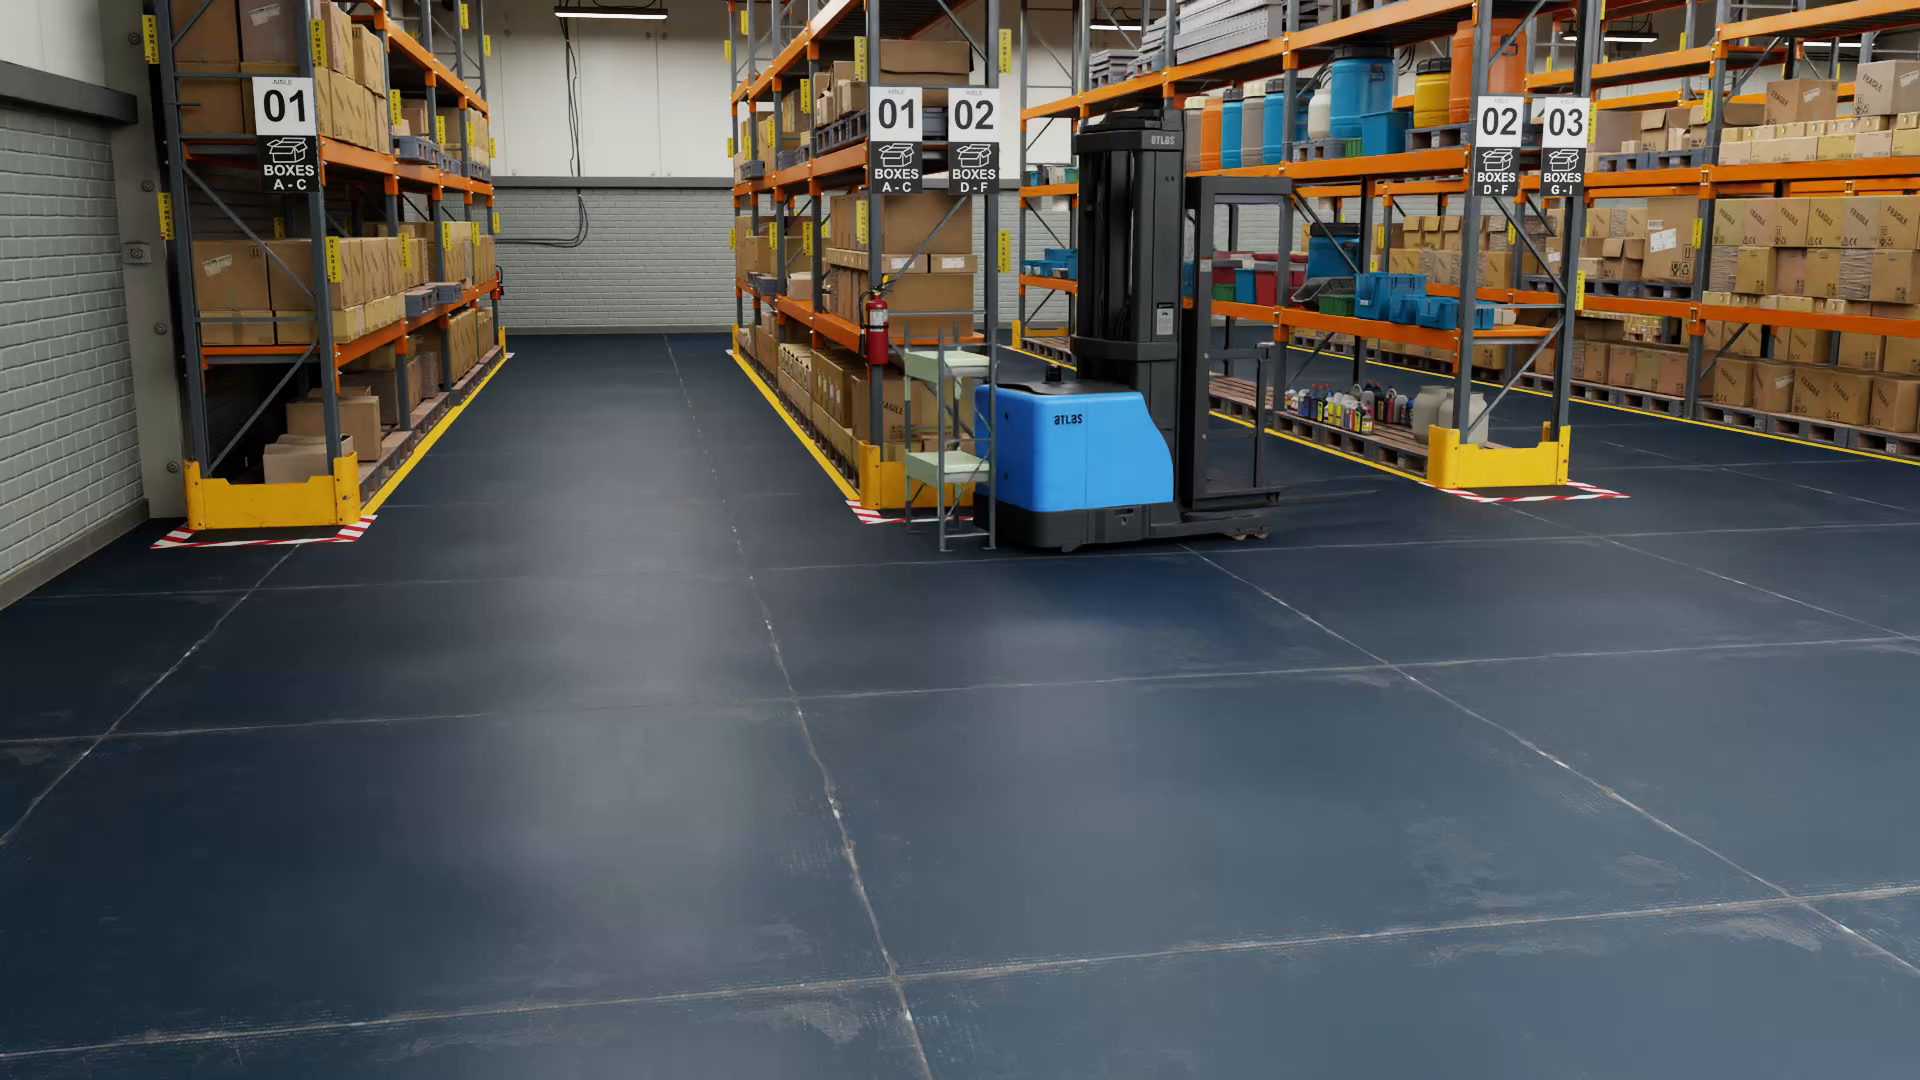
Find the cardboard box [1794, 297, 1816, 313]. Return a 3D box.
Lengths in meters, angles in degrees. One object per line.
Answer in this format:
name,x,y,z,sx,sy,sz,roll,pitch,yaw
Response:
cardboard box,8.786,-2.410,17.006,0.380,0.149,0.250,-2,11,-11

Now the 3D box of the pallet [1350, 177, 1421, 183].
pallet,7.029,-5.906,26.917,1.003,0.211,1.213,-2,11,-11

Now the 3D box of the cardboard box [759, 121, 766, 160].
cardboard box,-2.514,-5.649,23.672,0.600,0.600,0.600,-3,11,-16

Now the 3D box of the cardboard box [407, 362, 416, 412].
cardboard box,-6.211,-1.628,17.738,0.700,0.500,0.500,-2,11,-10

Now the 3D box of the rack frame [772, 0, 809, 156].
rack frame,-1.762,-6.179,20.095,1.000,3.000,0.127,-2,11,-11

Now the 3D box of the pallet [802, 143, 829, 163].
pallet,-1.168,-4.039,17.386,0.805,0.209,1.217,-3,11,-13

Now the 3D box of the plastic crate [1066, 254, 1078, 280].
plastic crate,1.895,-4.240,25.833,0.392,0.384,0.575,-2,11,-11

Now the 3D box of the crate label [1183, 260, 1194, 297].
crate label,3.026,-3.237,20.586,0.502,0.435,0.616,-2,11,-11

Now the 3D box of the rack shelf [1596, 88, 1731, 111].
rack shelf,11.674,-7.446,28.683,1.077,0.370,4.000,-2,11,-11

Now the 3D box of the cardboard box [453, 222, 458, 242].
cardboard box,-6.662,-3.908,21.082,0.500,0.250,0.500,-2,11,-11

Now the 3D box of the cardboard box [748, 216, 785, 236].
cardboard box,-2.892,-4.589,24.845,0.500,0.500,0.500,-2,11,-11

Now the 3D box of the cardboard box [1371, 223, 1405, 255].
cardboard box,6.827,-4.841,26.707,0.500,0.500,0.500,-2,11,-9

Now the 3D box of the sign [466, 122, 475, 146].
sign,-6.868,-5.689,23.315,0.100,0.325,0.005,-2,11,-11

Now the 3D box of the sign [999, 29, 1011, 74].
sign,0.340,-3.726,12.678,0.100,0.325,0.005,-2,11,-11

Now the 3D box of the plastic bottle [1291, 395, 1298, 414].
plastic bottle,3.528,-1.426,17.476,0.097,0.201,0.097,0,11,0

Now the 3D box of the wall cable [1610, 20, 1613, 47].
wall cable,13.221,-12.290,36.154,2.355,3.000,0.029,-2,11,-11

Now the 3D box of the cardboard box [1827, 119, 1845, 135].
cardboard box,8.869,-4.099,16.524,0.380,0.149,0.250,-2,11,-10

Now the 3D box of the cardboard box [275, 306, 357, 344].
cardboard box,-4.848,-1.621,12.540,0.500,0.250,0.500,-2,11,-13

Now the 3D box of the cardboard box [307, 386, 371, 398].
cardboard box,-5.601,-1.117,15.051,0.500,0.500,0.500,-3,11,-15

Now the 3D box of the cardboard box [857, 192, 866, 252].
cardboard box,-0.501,-2.736,14.311,0.700,0.500,0.500,-2,11,-11

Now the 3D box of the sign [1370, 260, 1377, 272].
sign,4.418,-2.832,17.813,0.100,0.325,0.005,-2,11,-11

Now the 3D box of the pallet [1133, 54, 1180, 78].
pallet,2.988,-6.203,21.794,1.213,0.211,1.003,-2,11,-11

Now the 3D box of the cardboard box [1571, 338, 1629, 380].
cardboard box,8.227,-2.356,21.564,0.700,0.500,0.500,-3,11,-16

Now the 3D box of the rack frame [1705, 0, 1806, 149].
rack frame,8.734,-5.805,18.129,1.000,3.000,0.127,-2,11,-11

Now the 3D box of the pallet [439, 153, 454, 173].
pallet,-6.797,-4.548,20.053,1.213,0.211,1.003,-2,11,-8

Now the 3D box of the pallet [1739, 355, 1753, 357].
pallet,12.457,-2.750,25.582,1.003,0.211,1.213,-2,11,-11

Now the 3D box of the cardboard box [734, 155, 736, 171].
cardboard box,-3.473,-6.241,27.507,0.500,0.250,0.500,-2,11,-11

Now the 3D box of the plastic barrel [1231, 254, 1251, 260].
plastic barrel,3.507,-3.286,20.638,0.421,0.512,0.421,0,11,0

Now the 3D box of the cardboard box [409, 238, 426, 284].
cardboard box,-6.384,-3.129,18.671,0.700,0.500,0.500,-3,11,-16

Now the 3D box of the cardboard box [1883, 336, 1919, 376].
cardboard box,13.045,-2.580,22.120,1.050,0.750,0.750,-2,11,-10

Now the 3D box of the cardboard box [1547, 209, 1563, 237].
cardboard box,11.112,-5.815,30.490,0.500,0.500,0.500,-2,11,-11

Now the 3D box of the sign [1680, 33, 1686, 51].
sign,11.527,-7.916,26.508,0.100,0.325,0.005,-2,11,-11

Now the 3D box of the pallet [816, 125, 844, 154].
pallet,-0.792,-3.773,15.712,1.003,0.211,1.213,-2,11,-11

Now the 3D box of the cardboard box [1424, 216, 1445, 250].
cardboard box,7.433,-4.624,25.019,0.797,0.503,0.637,-2,11,-10

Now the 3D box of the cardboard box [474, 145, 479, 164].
cardboard box,-7.359,-5.671,24.455,0.500,0.250,0.500,-2,11,-12

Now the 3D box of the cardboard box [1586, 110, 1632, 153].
cardboard box,7.995,-5.079,20.733,0.500,0.500,0.500,-2,11,-13

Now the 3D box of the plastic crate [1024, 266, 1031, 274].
plastic crate,1.248,-4.660,28.701,0.250,0.136,0.298,-2,11,-11

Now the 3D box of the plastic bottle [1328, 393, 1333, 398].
plastic bottle,3.772,-1.368,16.984,0.097,0.271,0.097,0,11,0

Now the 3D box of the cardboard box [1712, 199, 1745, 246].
cardboard box,8.572,-3.453,18.078,0.500,0.500,0.500,-2,11,-11

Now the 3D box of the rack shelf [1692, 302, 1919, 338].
rack shelf,9.123,-2.138,16.830,1.077,0.370,4.000,-2,11,-11

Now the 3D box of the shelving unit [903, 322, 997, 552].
shelving unit,-0.077,-0.733,11.534,0.431,1.500,0.755,-4,11,-19

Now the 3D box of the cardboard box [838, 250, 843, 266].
cardboard box,-0.922,-2.623,15.451,0.380,0.149,0.250,-2,11,-13

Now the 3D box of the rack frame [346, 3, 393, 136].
rack frame,-5.842,-5.265,15.290,1.000,3.000,0.127,-2,11,-11

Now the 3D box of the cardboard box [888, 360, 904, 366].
cardboard box,-0.381,-1.370,15.100,0.500,0.500,0.500,-2,11,-11

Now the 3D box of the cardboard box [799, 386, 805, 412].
cardboard box,-1.445,-1.512,17.851,0.500,0.250,0.500,-2,11,-12

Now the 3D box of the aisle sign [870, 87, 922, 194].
aisle sign,-0.481,-3.019,12.584,0.394,0.787,0.004,-2,11,-11

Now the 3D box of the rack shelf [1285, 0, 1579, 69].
rack shelf,4.265,-4.708,15.361,1.077,0.370,4.000,-2,11,-11

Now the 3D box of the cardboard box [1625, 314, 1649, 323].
cardboard box,11.621,-3.782,28.456,0.380,0.149,0.250,-2,11,-9

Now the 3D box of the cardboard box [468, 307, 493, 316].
cardboard box,-7.738,-3.674,26.804,0.380,0.149,0.250,-2,11,-12

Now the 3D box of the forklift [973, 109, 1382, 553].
forklift,1.649,-1.521,11.848,3.031,2.935,1.130,-5,12,-25

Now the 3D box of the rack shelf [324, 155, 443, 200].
rack shelf,-6.231,-3.805,17.565,1.077,0.370,4.000,-2,11,-11

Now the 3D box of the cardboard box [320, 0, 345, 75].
cardboard box,-4.949,-3.781,12.522,0.500,0.500,0.500,-2,11,-12

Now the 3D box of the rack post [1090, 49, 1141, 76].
rack post,2.453,-6.900,24.081,0.937,0.300,0.954,-2,11,-12

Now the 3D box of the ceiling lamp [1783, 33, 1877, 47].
ceiling lamp,18.184,-11.822,34.130,2.000,3.185,0.800,-2,11,-11

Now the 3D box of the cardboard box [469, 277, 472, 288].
cardboard box,-6.982,-3.574,23.071,0.380,0.149,0.250,-2,11,-10

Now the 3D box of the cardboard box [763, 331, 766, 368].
cardboard box,-2.480,-2.667,23.195,0.500,0.500,0.500,-2,11,-10

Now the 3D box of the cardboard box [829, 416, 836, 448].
cardboard box,-0.903,-0.983,15.068,0.500,0.250,0.500,-2,11,-11
